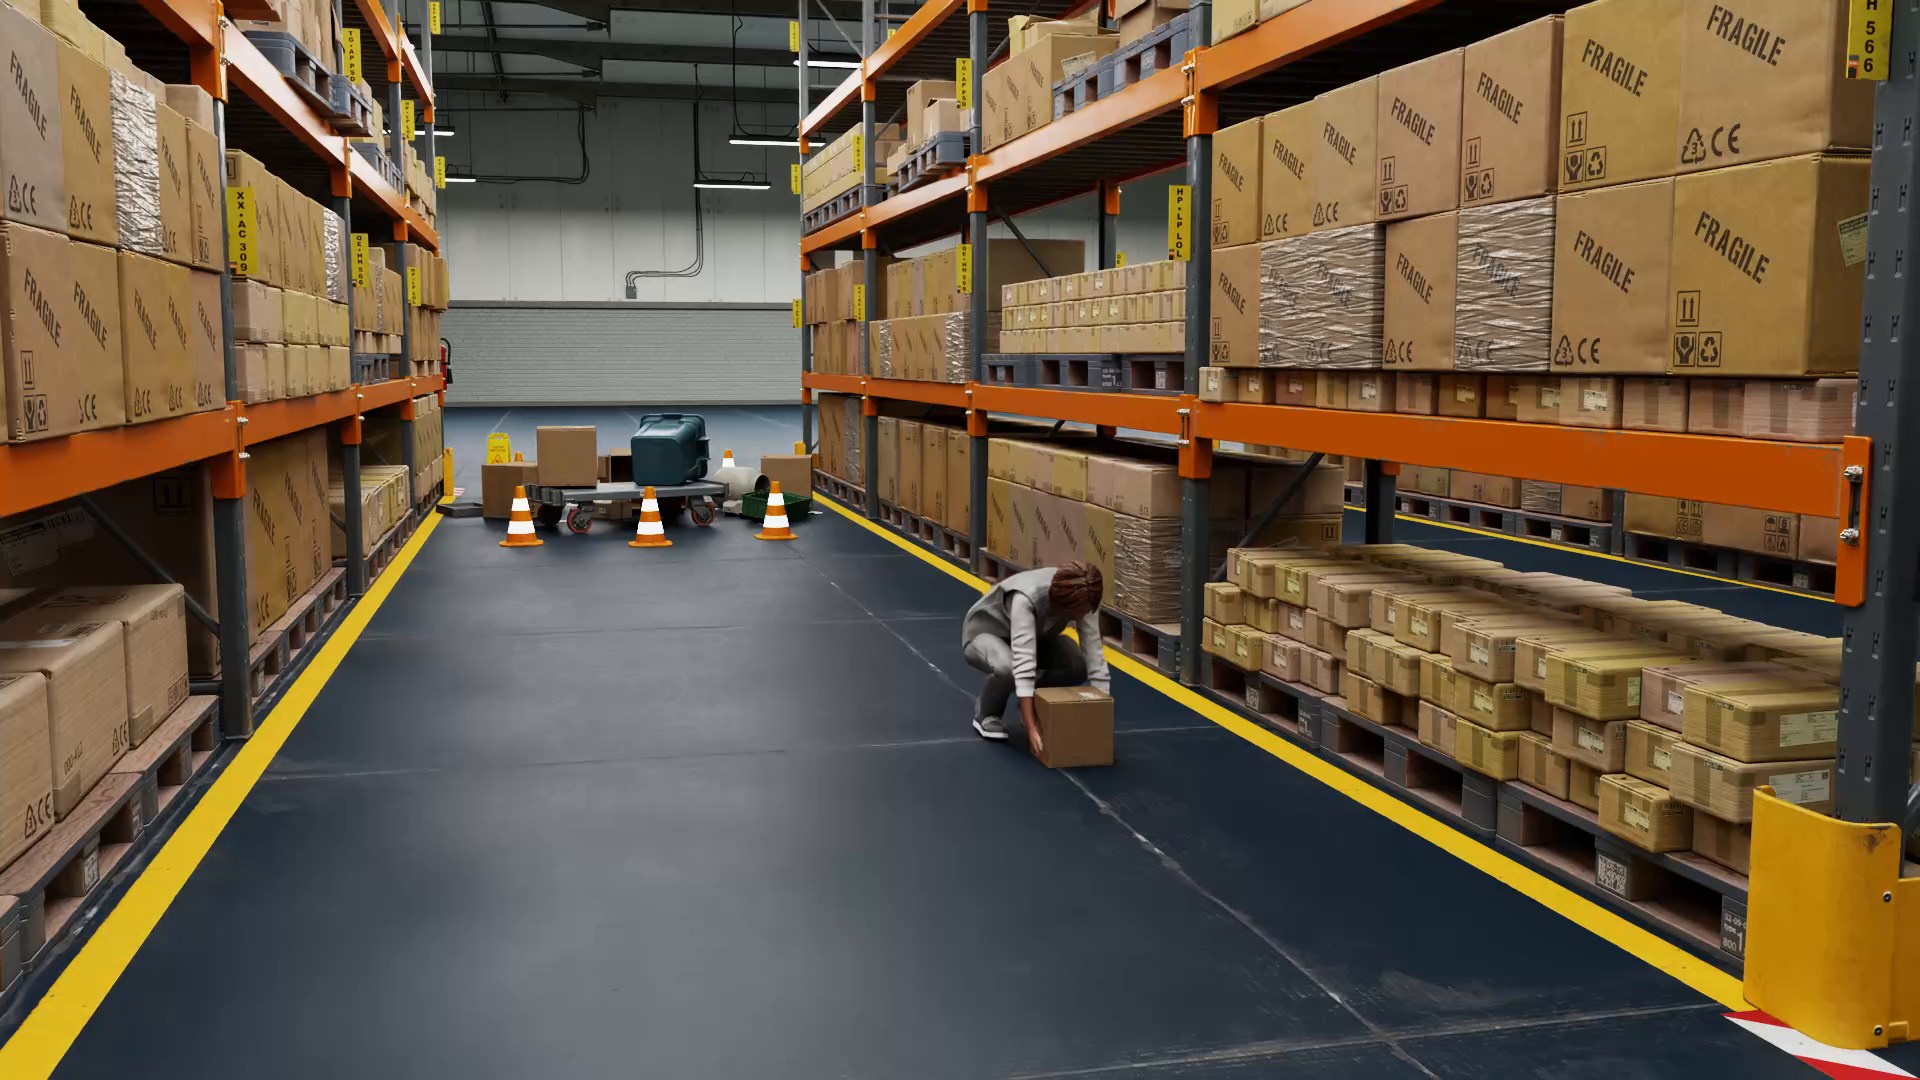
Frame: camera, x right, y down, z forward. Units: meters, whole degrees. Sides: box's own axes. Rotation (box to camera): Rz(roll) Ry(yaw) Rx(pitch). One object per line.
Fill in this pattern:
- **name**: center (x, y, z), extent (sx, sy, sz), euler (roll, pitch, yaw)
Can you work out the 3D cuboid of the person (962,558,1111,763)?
- **person**: center (0.289, 0.427, 6.480), extent (0.436, 0.764, 0.815), euler (-3, 7, -22)
